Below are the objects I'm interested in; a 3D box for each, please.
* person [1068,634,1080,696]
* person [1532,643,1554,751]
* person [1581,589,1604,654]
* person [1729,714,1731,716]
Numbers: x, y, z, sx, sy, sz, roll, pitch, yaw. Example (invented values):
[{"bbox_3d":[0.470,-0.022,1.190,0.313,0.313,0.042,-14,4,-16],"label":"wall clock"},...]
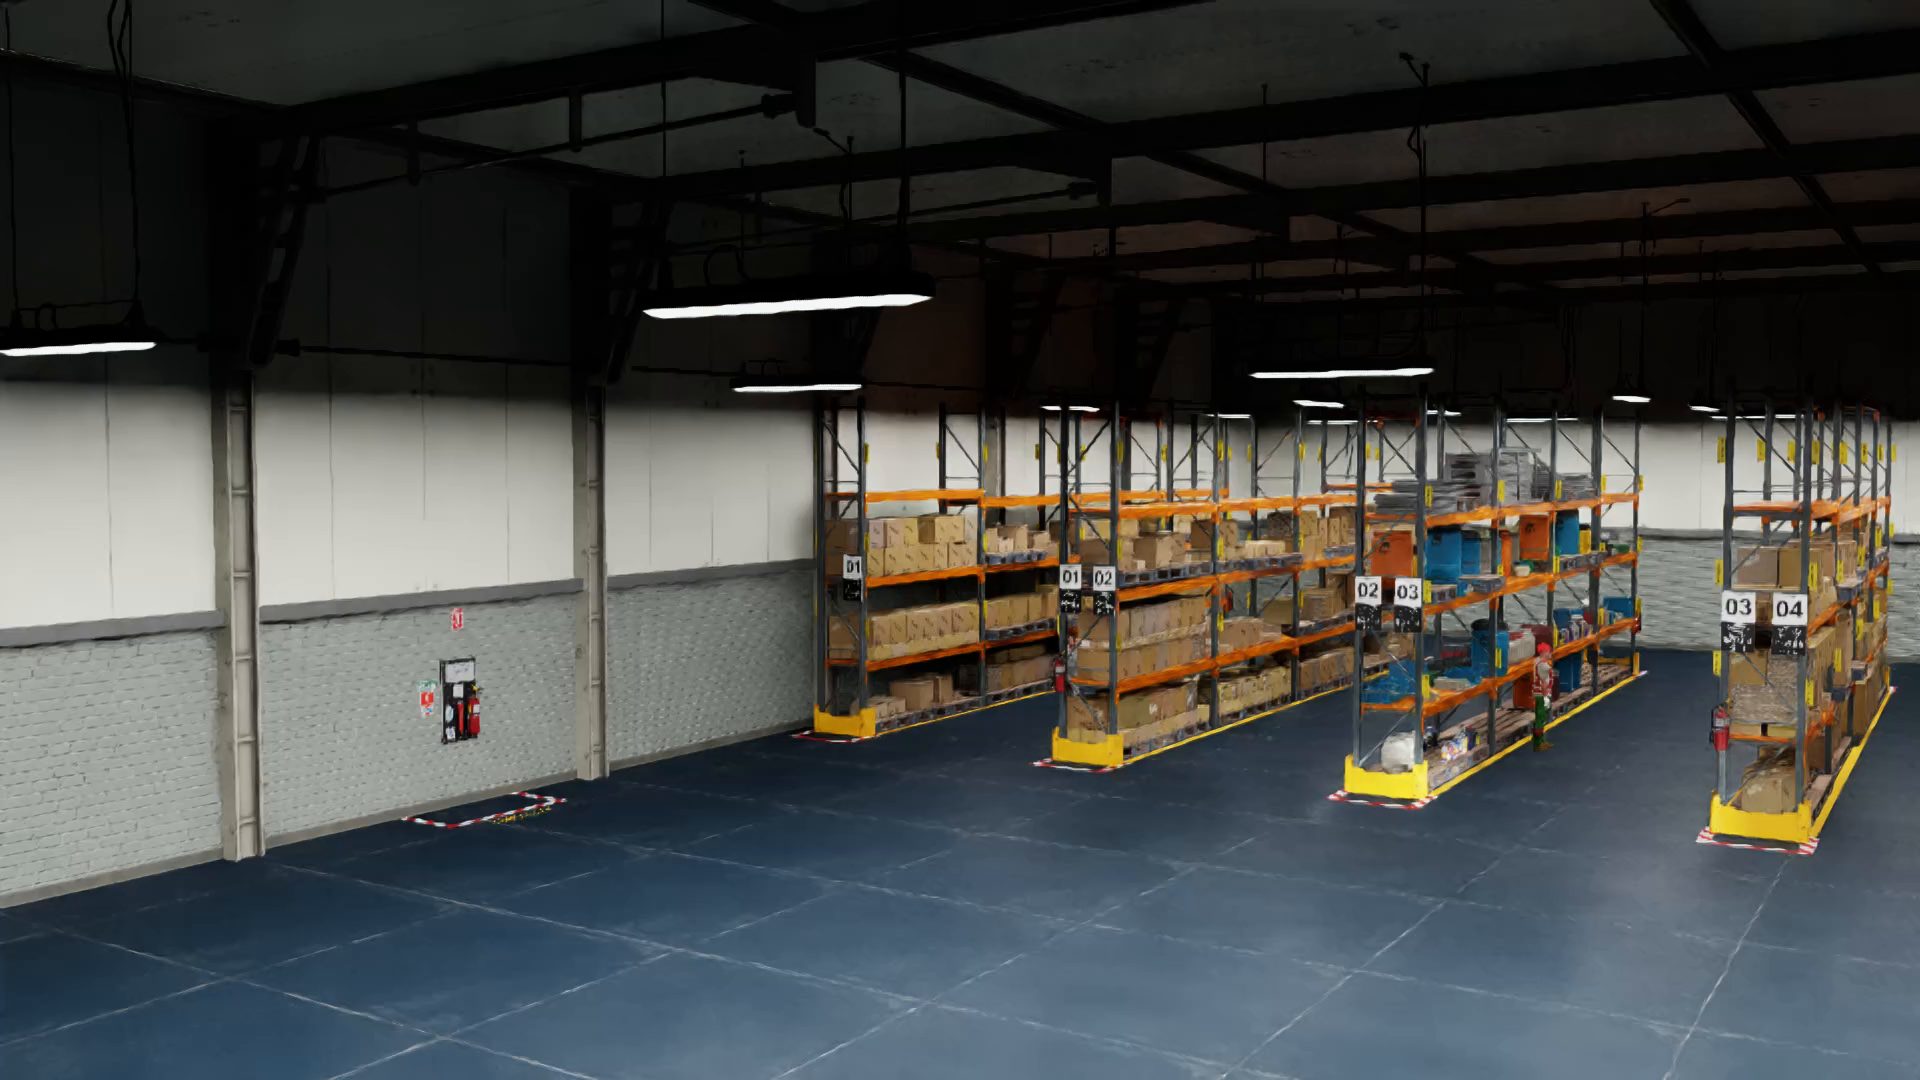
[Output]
[{"bbox_3d":[2.148,2.557,31.728,0.411,1.530,0.957,1,3,24],"label":"person"},{"bbox_3d":[9.817,2.617,27.958,0.398,1.793,0.659,1,3,11],"label":"person"},{"bbox_3d":[15.657,2.000,41.405,0.547,1.645,0.912,0,3,6],"label":"person"},{"bbox_3d":[14.886,2.531,31.625,0.445,1.587,1.091,2,3,30],"label":"person"}]
